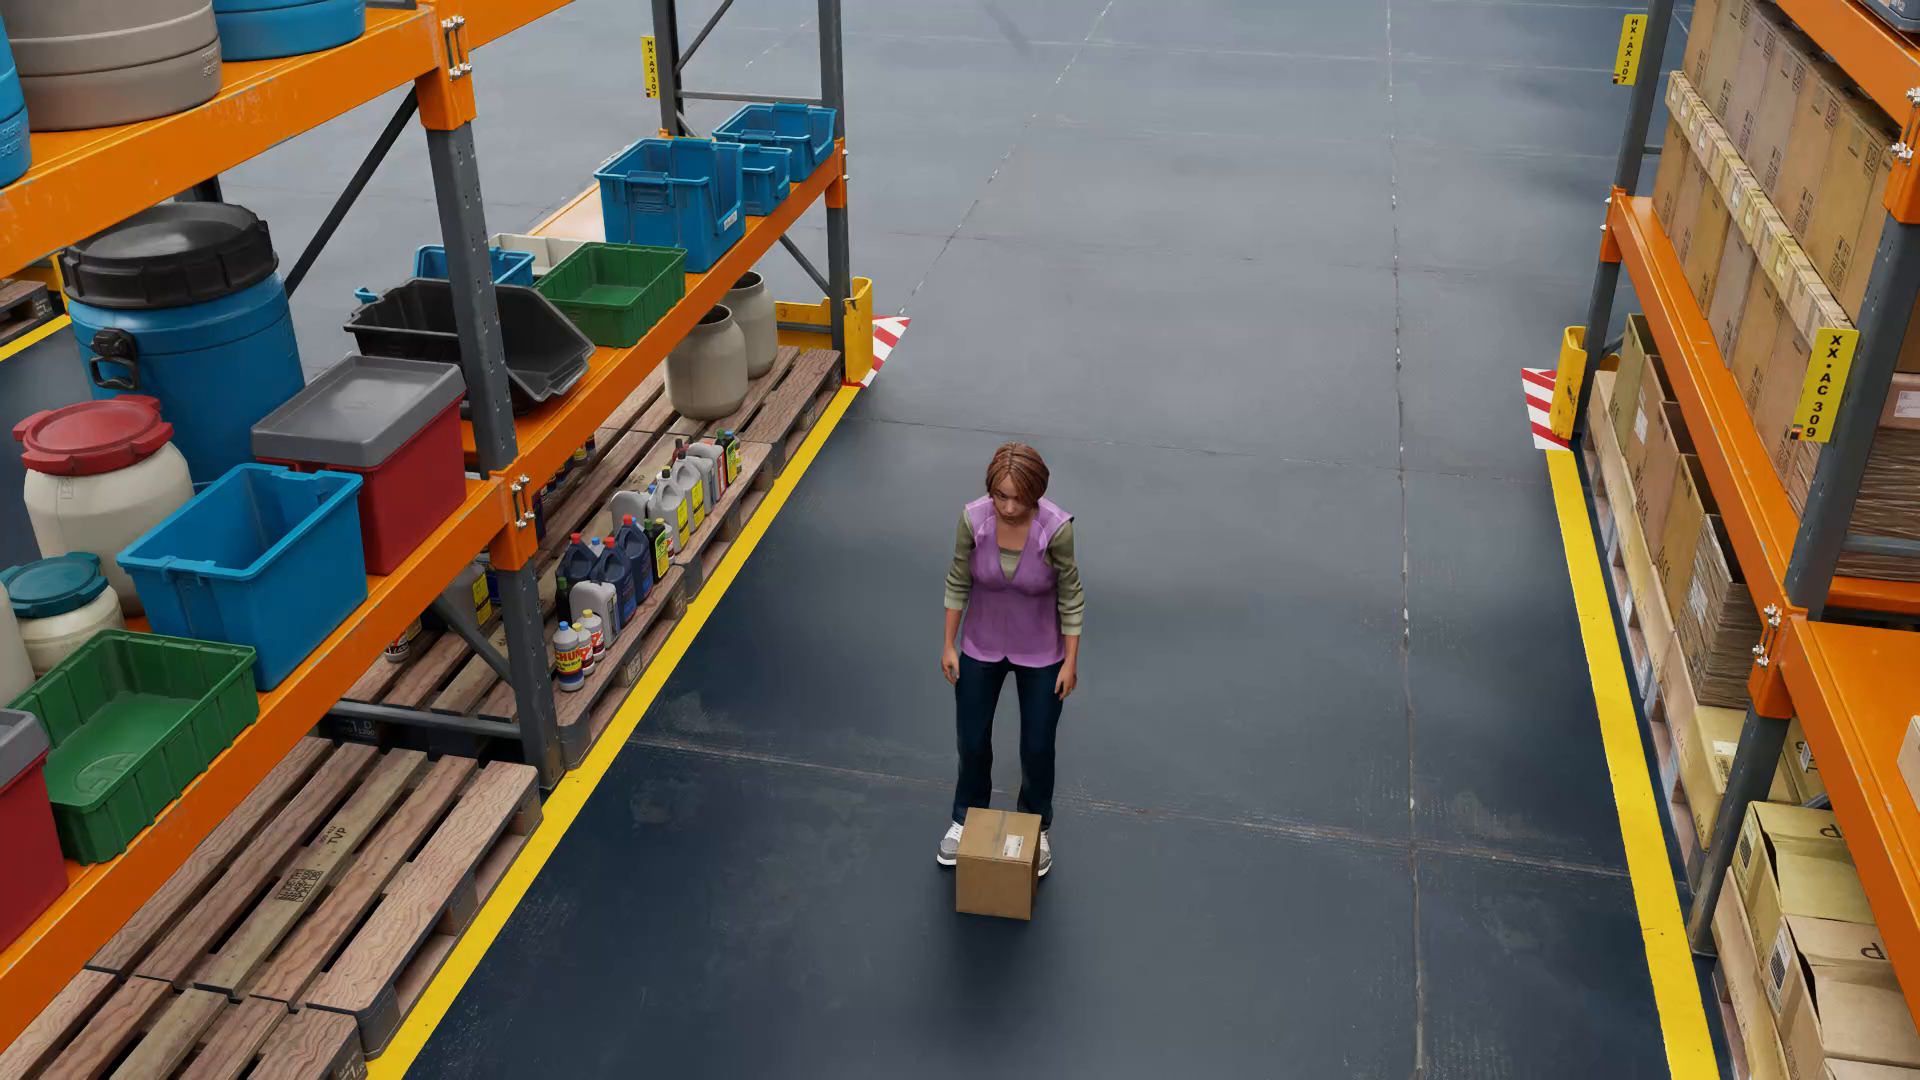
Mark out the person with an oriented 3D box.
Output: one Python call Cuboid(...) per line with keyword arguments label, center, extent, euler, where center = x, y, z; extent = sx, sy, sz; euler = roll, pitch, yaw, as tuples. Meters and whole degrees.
Cuboid(label="person", center=(0.170, 0.388, 5.455), extent=(0.461, 1.582, 0.343), euler=(6, 30, 11))
